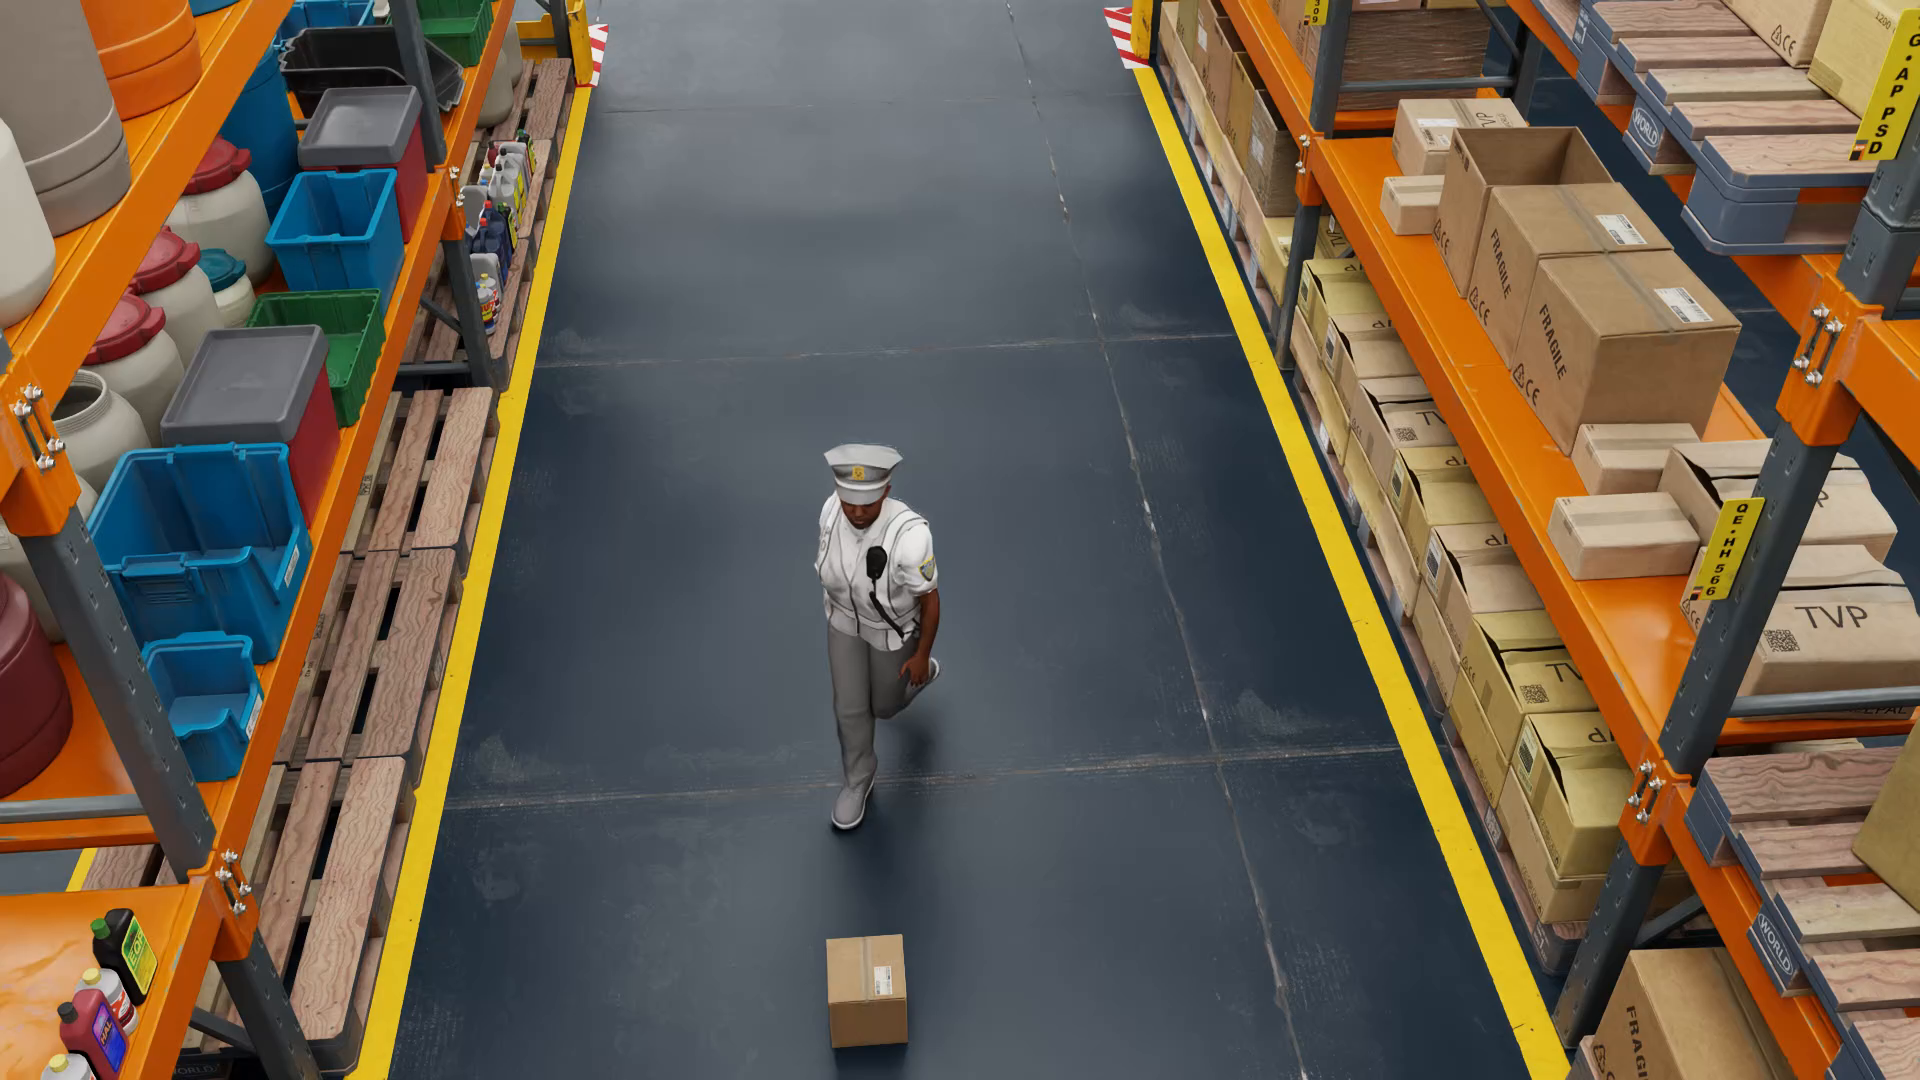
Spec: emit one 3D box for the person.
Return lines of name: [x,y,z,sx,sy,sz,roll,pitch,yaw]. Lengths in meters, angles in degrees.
person: [-0.249,0.250,5.840,0.509,1.644,0.718,18,43,21]
